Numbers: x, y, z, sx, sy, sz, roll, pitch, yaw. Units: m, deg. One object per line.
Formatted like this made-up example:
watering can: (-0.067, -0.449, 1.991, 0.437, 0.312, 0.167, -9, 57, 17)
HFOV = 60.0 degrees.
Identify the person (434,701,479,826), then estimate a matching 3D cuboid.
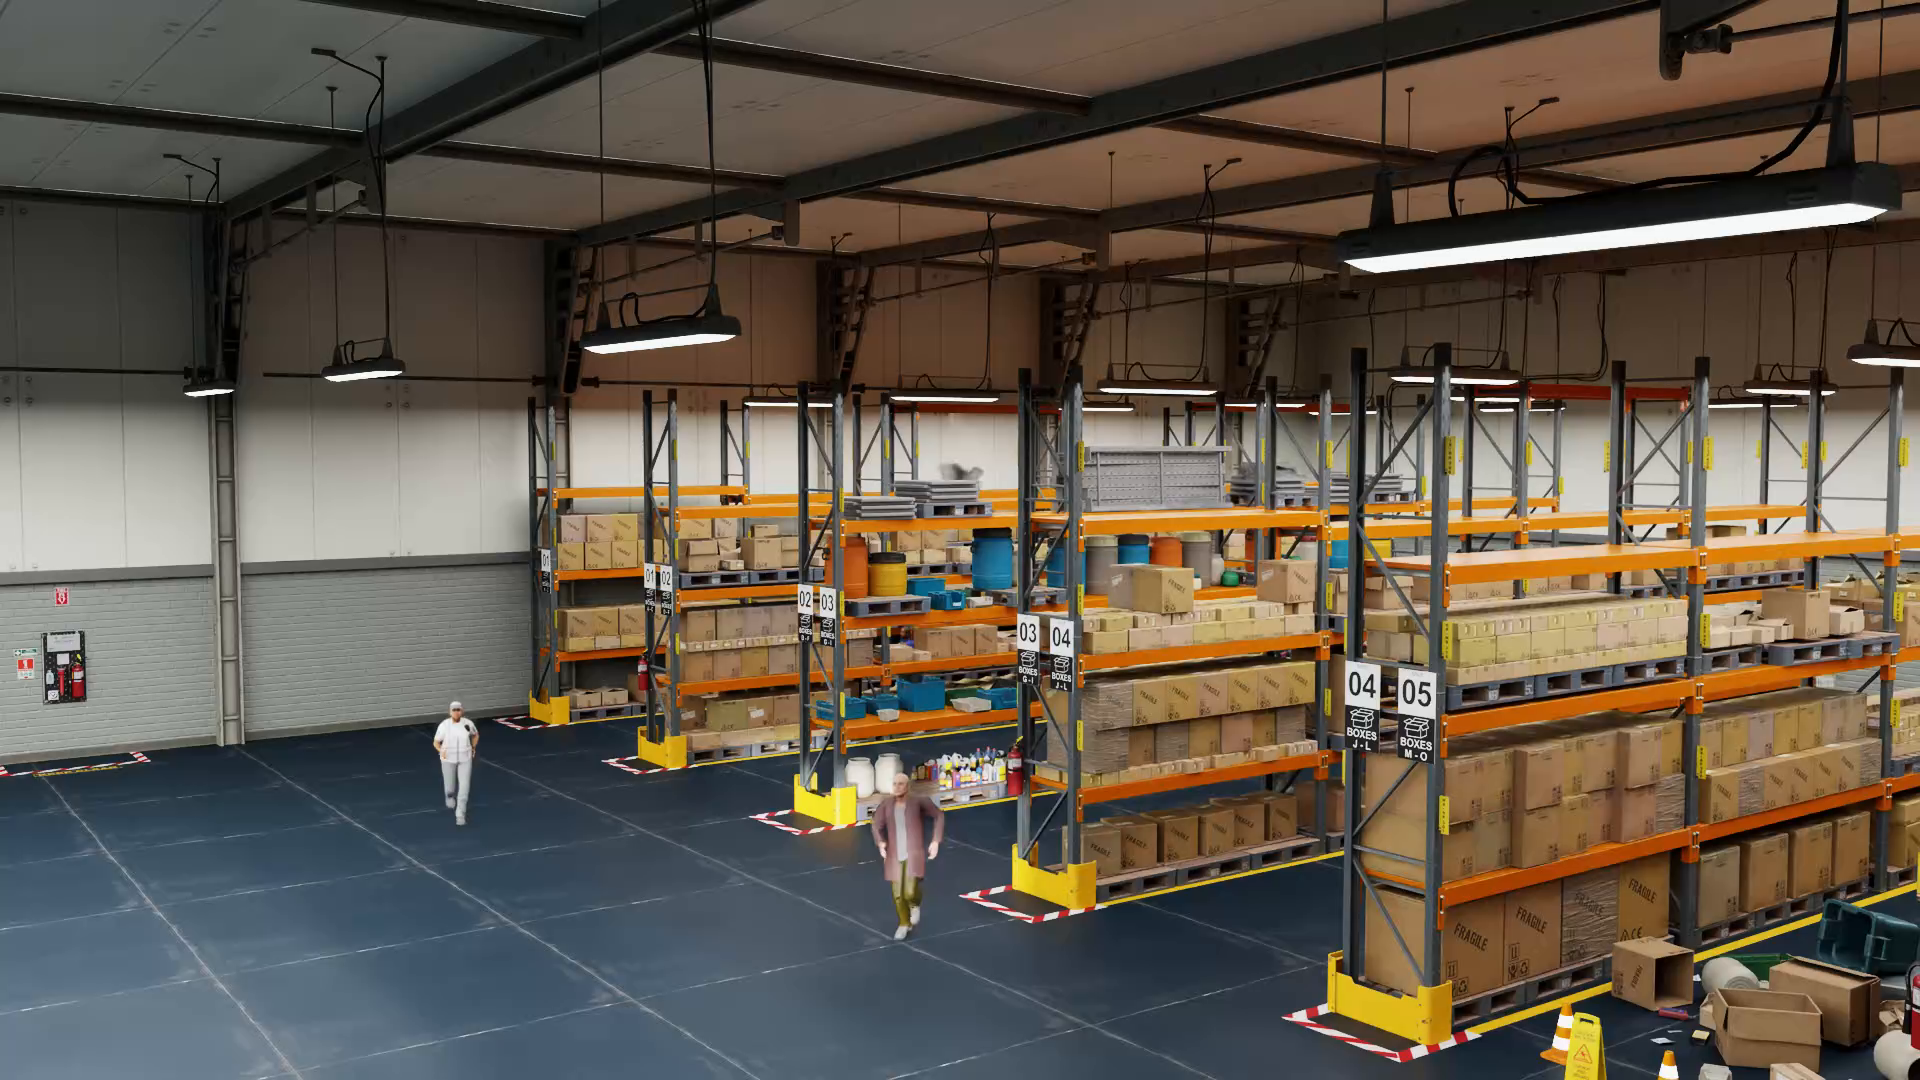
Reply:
person: (-6.851, 3.015, 22.664, 0.607, 1.650, 0.779, -1, 4, -22)

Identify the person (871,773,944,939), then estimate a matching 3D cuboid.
person: (-0.571, 3.284, 17.215, 0.741, 1.740, 0.693, 1, 3, 15)

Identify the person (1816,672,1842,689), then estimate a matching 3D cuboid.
person: (14.892, 2.558, 28.707, 0.684, 1.781, 0.991, -1, 4, -16)

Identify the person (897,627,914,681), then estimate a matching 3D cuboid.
person: (-1.034, 2.459, 31.350, 0.870, 1.660, 0.578, -3, 4, -40)

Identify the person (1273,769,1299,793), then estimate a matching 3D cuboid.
person: (4.712, 2.857, 24.248, 0.647, 1.765, 0.642, -3, 5, -43)
